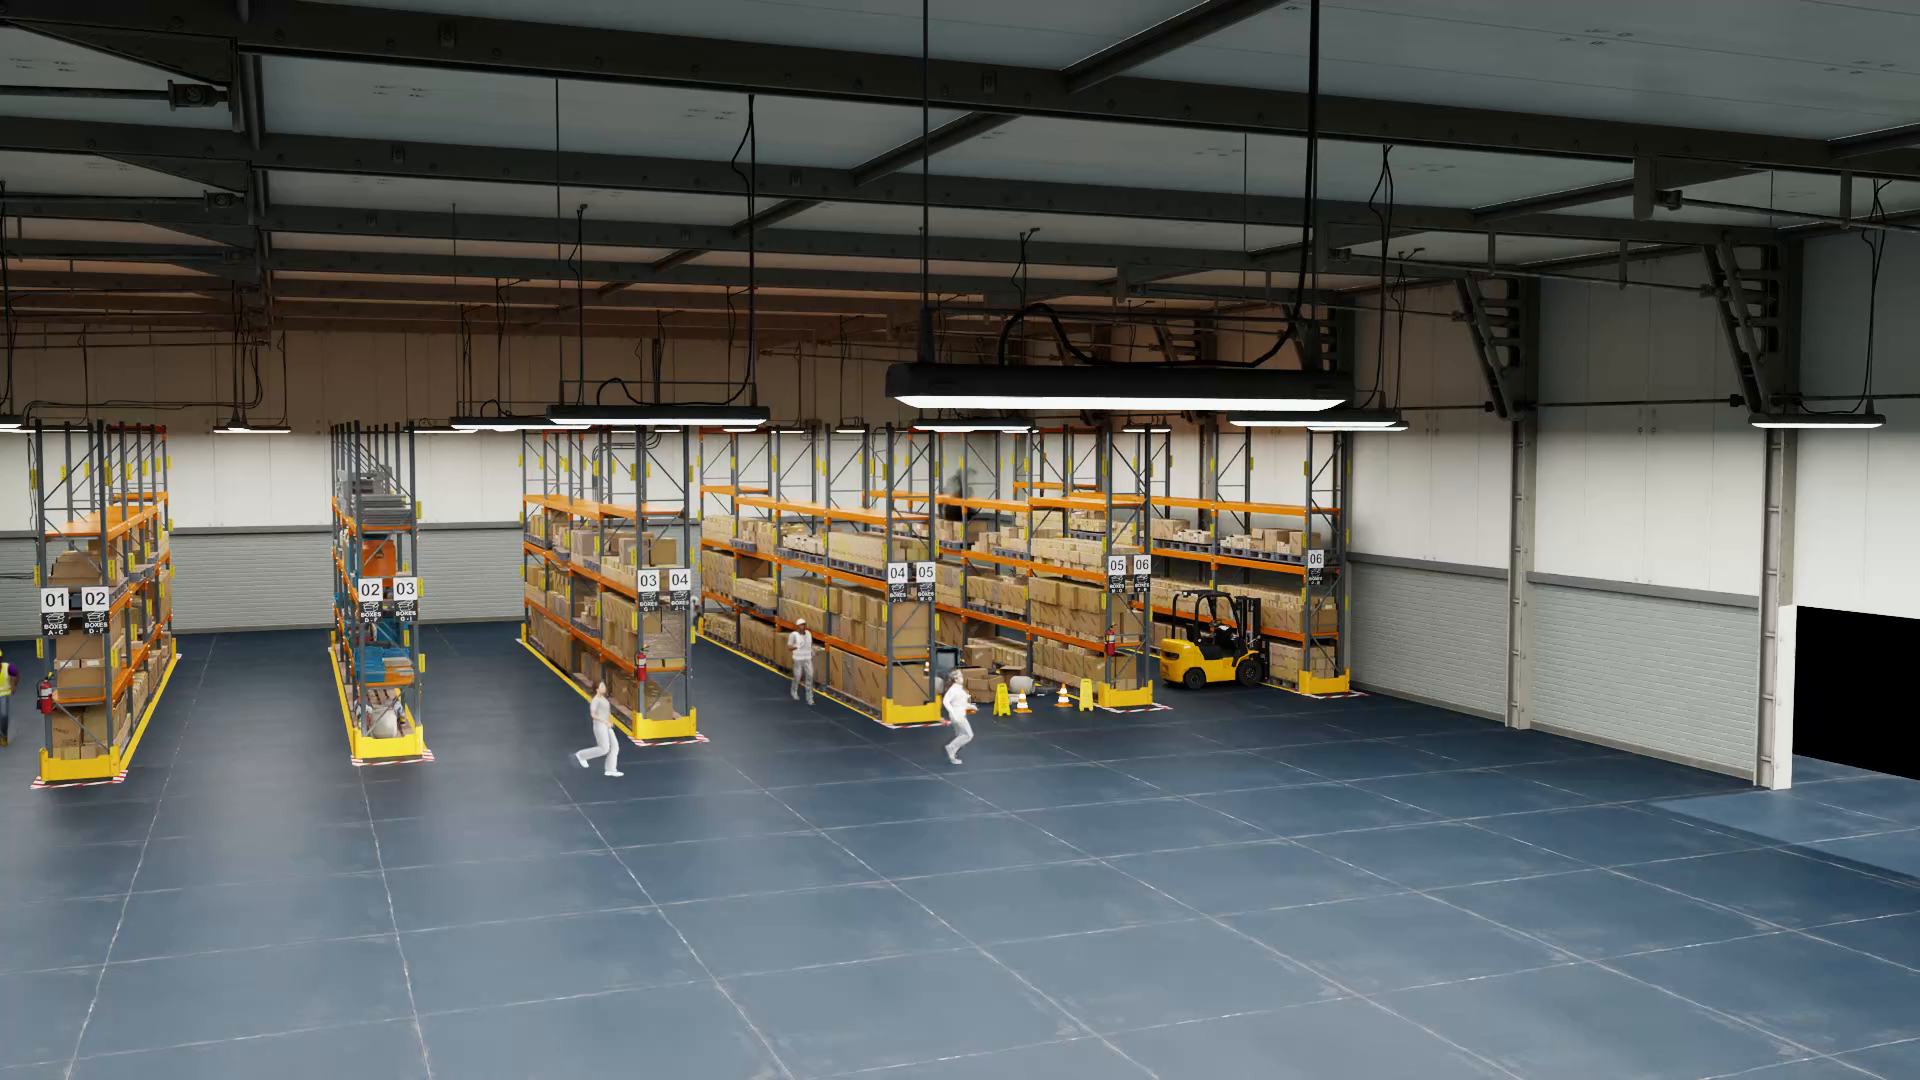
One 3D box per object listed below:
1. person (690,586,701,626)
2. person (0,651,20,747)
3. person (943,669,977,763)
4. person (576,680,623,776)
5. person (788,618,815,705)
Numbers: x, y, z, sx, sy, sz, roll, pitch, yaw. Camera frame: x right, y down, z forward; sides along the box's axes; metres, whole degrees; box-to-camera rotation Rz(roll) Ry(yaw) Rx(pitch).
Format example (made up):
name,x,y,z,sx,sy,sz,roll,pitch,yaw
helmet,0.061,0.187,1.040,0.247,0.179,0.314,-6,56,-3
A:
name,x,y,z,sx,sy,sz,roll,pitch,yaw
person,-7.246,2.105,44.710,0.546,1.751,0.725,-2,4,-24
person,-17.791,2.923,30.749,0.673,1.812,0.706,-2,4,-24
person,0.015,3.075,29.006,0.556,1.656,0.610,0,4,8
person,-6.061,3.165,27.998,0.791,1.632,0.580,0,4,6
person,-3.383,2.588,35.591,0.664,1.823,0.824,-2,4,-28
